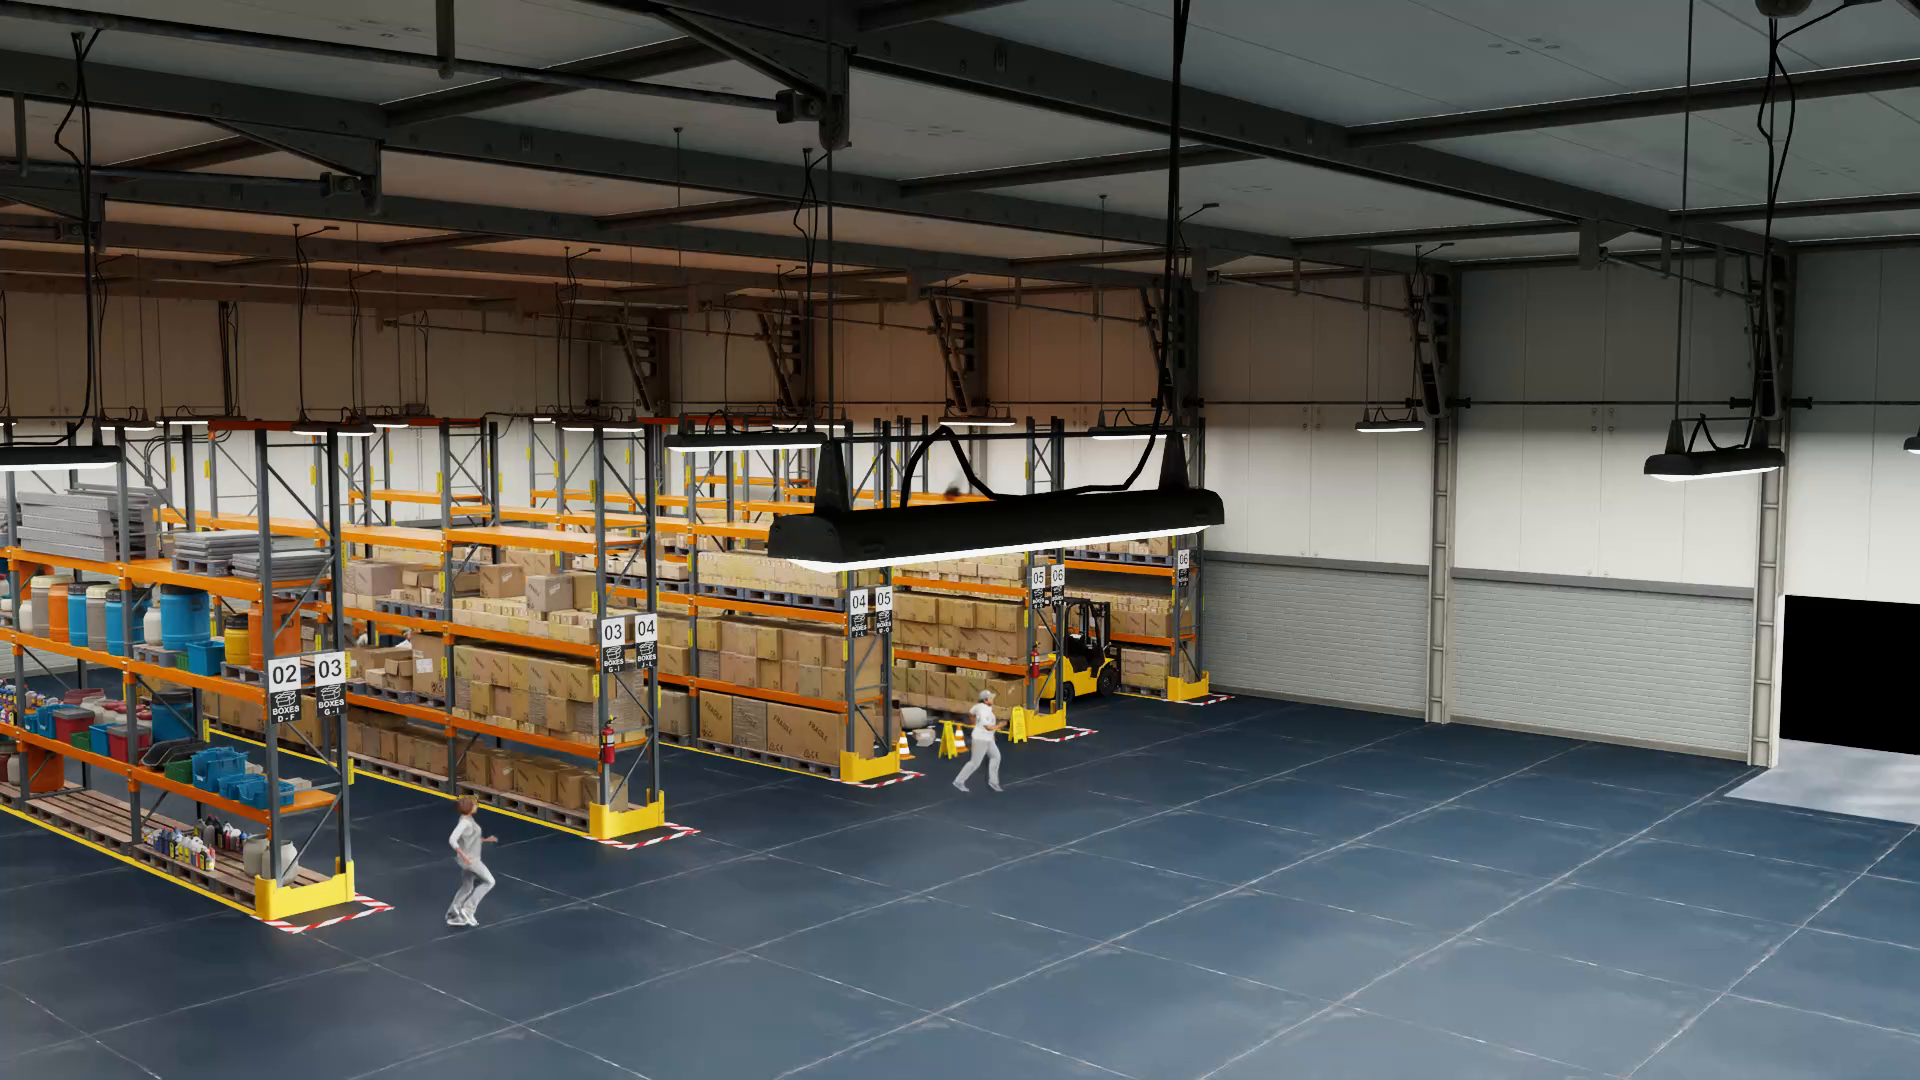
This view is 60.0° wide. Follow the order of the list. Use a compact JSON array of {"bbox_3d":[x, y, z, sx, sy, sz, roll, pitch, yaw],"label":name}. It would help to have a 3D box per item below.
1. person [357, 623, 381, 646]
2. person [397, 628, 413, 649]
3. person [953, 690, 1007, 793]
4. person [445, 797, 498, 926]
[{"bbox_3d":[-12.605,2.576,35.471,0.887,1.653,0.577,4,6,42],"label":"person"},{"bbox_3d":[-11.462,2.647,34.614,0.551,1.653,0.622,4,6,40],"label":"person"},{"bbox_3d":[0.326,3.276,26.894,0.862,1.715,0.612,0,5,-1],"label":"person"},{"bbox_3d":[-5.878,3.862,20.011,0.637,1.562,0.507,-2,5,-21],"label":"person"}]
